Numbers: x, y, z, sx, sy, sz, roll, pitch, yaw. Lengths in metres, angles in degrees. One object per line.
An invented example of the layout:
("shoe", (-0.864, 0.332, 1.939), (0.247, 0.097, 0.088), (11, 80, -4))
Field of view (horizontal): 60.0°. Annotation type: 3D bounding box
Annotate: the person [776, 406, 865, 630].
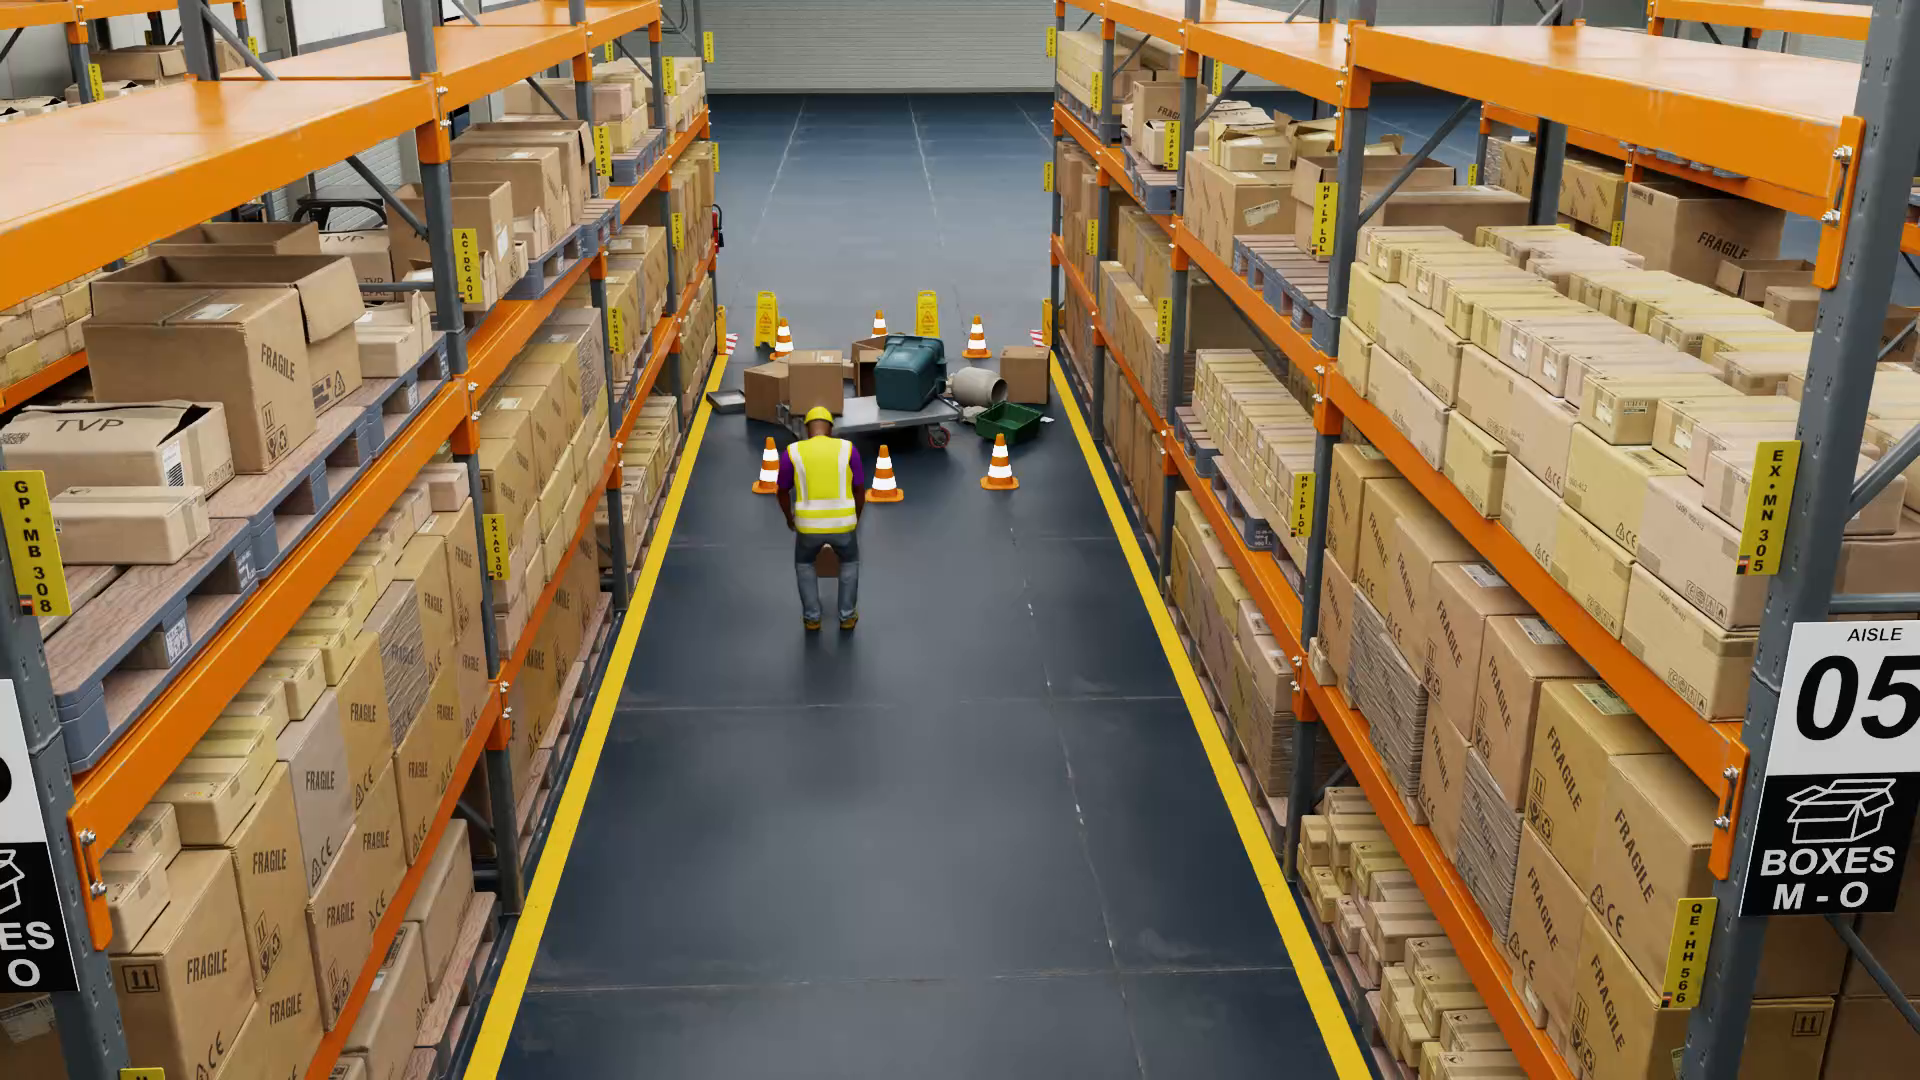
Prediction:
("person", (-0.979, -0.145, 11.759), (0.625, 1.543, 0.666), (-1, 20, -3))
